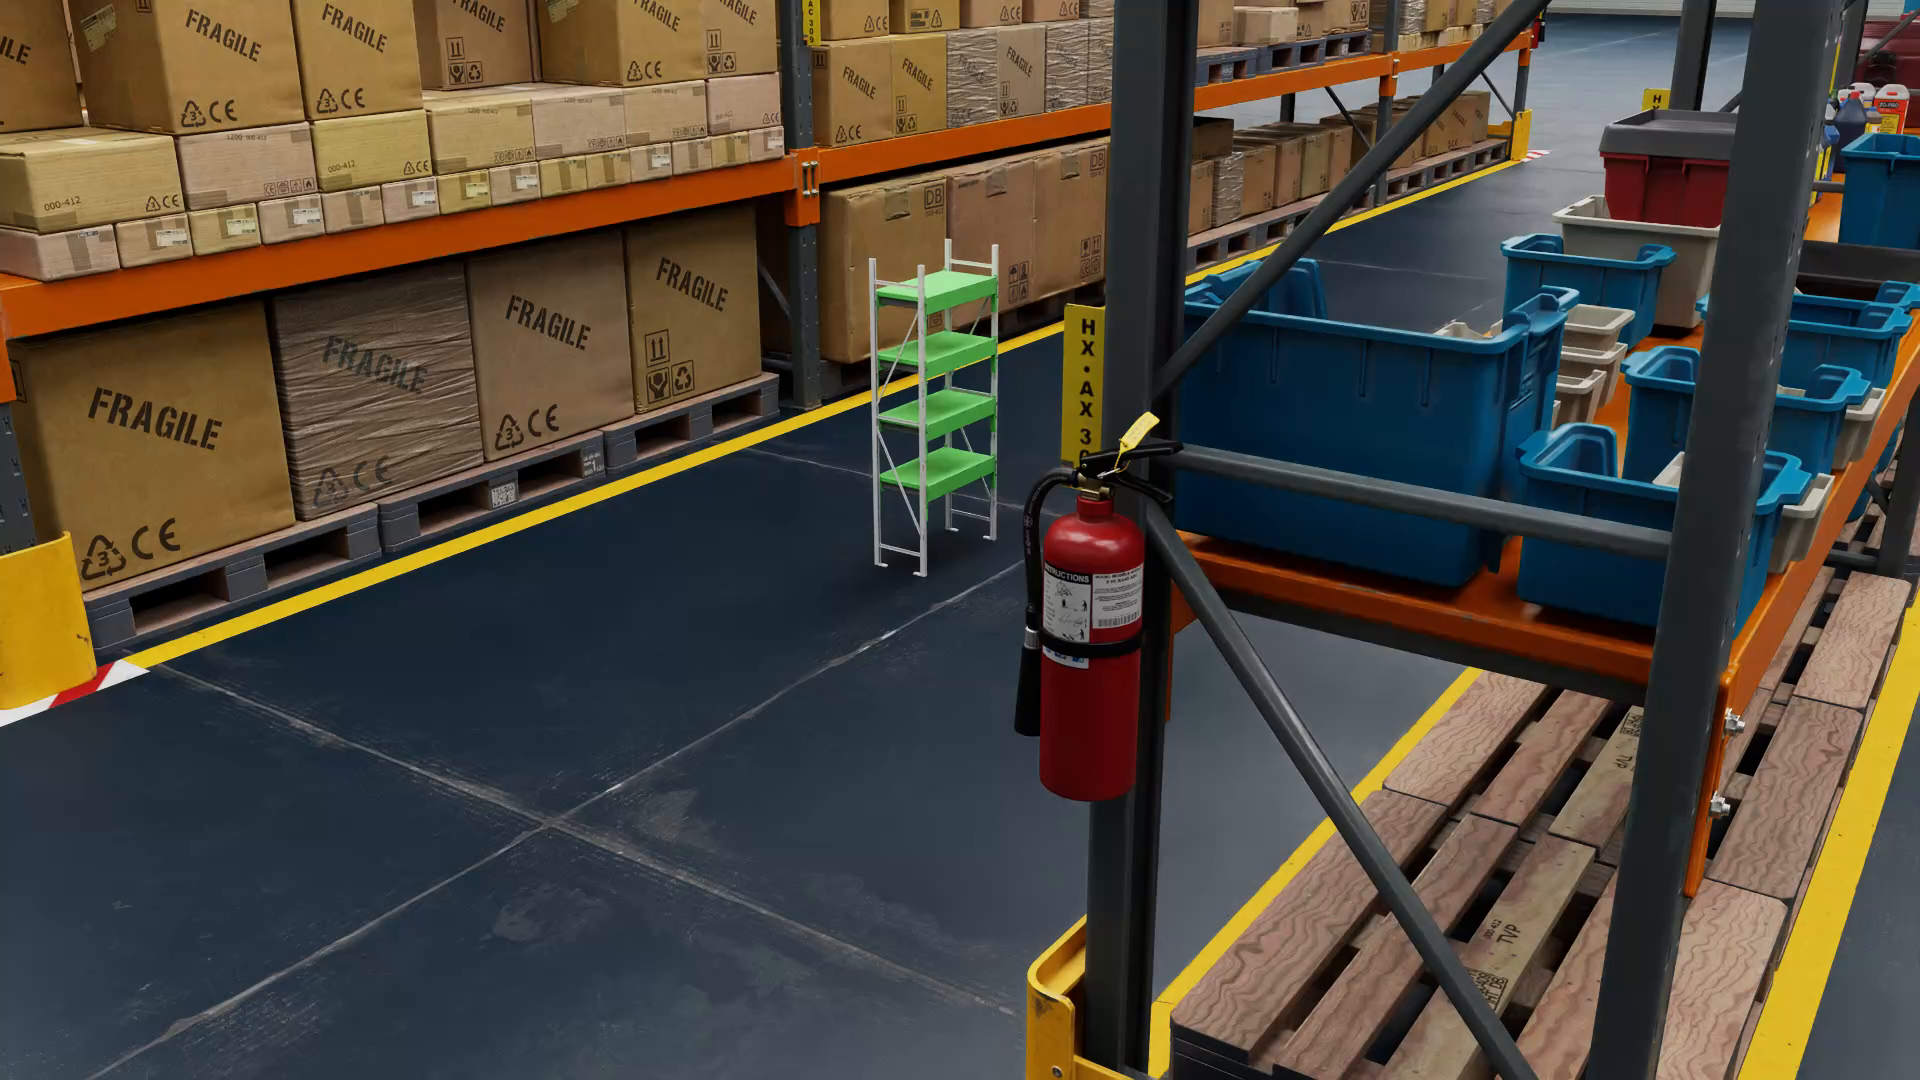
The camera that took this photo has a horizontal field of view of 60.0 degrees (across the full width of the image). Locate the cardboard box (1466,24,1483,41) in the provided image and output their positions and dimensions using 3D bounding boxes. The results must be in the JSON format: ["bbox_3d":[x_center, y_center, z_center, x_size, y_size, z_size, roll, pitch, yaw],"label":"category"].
[{"bbox_3d":[4.836,-4.926,16.120,0.380,0.149,0.250,13,24,32],"label":"cardboard box"}]

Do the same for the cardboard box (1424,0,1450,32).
[{"bbox_3d":[3.948,-4.909,15.139,0.875,0.500,0.500,13,24,32],"label":"cardboard box"}]

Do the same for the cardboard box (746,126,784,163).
[{"bbox_3d":[-1.064,-1.904,7.952,0.380,0.149,0.250,13,24,32],"label":"cardboard box"}]

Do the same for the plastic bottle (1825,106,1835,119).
[{"bbox_3d":[3.891,-1.838,7.589,0.152,0.276,0.135,13,24,32],"label":"plastic bottle"}]

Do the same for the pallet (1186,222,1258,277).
[{"bbox_3d":[1.525,-2.237,12.509,1.003,0.211,1.213,13,24,32],"label":"pallet"}]

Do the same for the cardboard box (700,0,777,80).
[{"bbox_3d":[-1.201,-2.410,7.664,0.500,0.500,0.500,14,25,33],"label":"cardboard box"}]

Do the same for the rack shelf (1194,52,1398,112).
[{"bbox_3d":[2.209,-3.558,13.096,1.077,0.370,4.000,13,24,32],"label":"rack shelf"}]

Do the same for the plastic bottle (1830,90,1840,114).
[{"bbox_3d":[4.297,-2.077,8.225,0.061,0.283,0.133,13,24,32],"label":"plastic bottle"}]

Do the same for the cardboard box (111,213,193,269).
[{"bbox_3d":[-2.797,-1.019,5.559,0.380,0.149,0.250,13,24,31],"label":"cardboard box"}]

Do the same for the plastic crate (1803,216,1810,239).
[{"bbox_3d":[2.553,-1.006,5.456,0.396,0.136,0.243,13,24,32],"label":"plastic crate"}]

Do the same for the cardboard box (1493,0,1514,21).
[{"bbox_3d":[5.068,-5.484,16.693,0.875,0.500,0.500,13,24,32],"label":"cardboard box"}]

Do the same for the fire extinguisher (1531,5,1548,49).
[{"bbox_3d":[6.027,-5.523,17.485,0.296,0.674,0.183,13,24,32],"label":"fire extinguisher"}]

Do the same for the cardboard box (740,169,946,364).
[{"bbox_3d":[-0.821,-1.561,9.120,1.225,0.875,0.875,13,24,32],"label":"cardboard box"}]

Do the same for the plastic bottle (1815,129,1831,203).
[{"bbox_3d":[3.402,-1.537,6.667,0.144,0.351,0.185,13,24,32],"label":"plastic bottle"}]

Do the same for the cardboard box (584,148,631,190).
[{"bbox_3d":[-1.642,-1.609,7.153,0.380,0.149,0.250,14,24,33],"label":"cardboard box"}]

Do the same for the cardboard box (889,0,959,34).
[{"bbox_3d":[-0.416,-3.070,9.152,0.797,0.503,0.637,14,24,32],"label":"cardboard box"}]

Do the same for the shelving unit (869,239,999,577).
[{"bbox_3d":[-0.093,-0.515,6.428,0.258,1.200,0.503,13,24,32],"label":"shelving unit"}]

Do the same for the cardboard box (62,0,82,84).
[{"bbox_3d":[-5.540,-3.014,10.015,0.500,0.500,0.500,13,24,30],"label":"cardboard box"}]

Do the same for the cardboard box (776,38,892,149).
[{"bbox_3d":[-0.698,-2.304,8.525,0.500,0.500,0.500,13,24,32],"label":"cardboard box"}]

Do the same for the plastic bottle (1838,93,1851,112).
[{"bbox_3d":[4.373,-2.061,8.199,0.097,0.271,0.097,0,20,0],"label":"plastic bottle"}]

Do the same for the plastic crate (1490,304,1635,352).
[{"bbox_3d":[1.455,-0.487,4.052,0.298,0.136,0.250,13,24,32],"label":"plastic crate"}]

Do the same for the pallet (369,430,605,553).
[{"bbox_3d":[-2.341,-0.311,7.302,1.003,0.211,1.213,13,24,32],"label":"pallet"}]

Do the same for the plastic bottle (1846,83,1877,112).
[{"bbox_3d":[4.670,-2.236,8.665,0.152,0.276,0.135,13,24,32],"label":"plastic bottle"}]

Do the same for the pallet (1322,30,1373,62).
[{"bbox_3d":[2.783,-4.188,14.040,1.003,0.211,1.213,13,24,32],"label":"pallet"}]

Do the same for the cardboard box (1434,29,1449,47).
[{"bbox_3d":[4.279,-4.638,15.341,0.380,0.149,0.250,13,24,32],"label":"cardboard box"}]

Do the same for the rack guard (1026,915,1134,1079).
[{"bbox_3d":[0.681,1.122,3.011,1.175,0.500,0.348,13,24,32],"label":"rack guard"}]

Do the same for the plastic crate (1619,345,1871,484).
[{"bbox_3d":[1.465,-0.205,3.150,0.416,0.233,0.300,13,24,32],"label":"plastic crate"}]

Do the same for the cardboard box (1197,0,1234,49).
[{"bbox_3d":[1.586,-3.907,12.255,0.700,0.500,0.500,18,27,40],"label":"cardboard box"}]

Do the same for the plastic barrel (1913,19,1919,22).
[{"bbox_3d":[5.820,-2.865,10.026,0.421,0.512,0.421,0,20,0],"label":"plastic barrel"}]

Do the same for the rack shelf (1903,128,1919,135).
[{"bbox_3d":[6.305,-2.592,10.485,1.077,0.370,4.000,13,24,32],"label":"rack shelf"}]

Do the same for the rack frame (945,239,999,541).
[{"bbox_3d":[0.044,-0.585,6.618,0.240,1.200,0.015,13,24,32],"label":"rack frame"}]

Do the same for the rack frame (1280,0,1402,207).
[{"bbox_3d":[3.333,-4.469,14.523,1.000,3.000,0.127,13,24,32],"label":"rack frame"}]

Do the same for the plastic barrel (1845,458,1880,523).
[{"bbox_3d":[3.252,-0.573,6.410,0.600,0.901,0.708,13,24,32],"label":"plastic barrel"}]

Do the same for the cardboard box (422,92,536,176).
[{"bbox_3d":[-2.058,-1.625,6.621,0.500,0.250,0.500,13,24,31],"label":"cardboard box"}]

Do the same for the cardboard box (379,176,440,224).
[{"bbox_3d":[-2.219,-1.315,6.358,0.380,0.149,0.250,13,24,31],"label":"cardboard box"}]

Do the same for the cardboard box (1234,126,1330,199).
[{"bbox_3d":[2.687,-3.198,14.055,0.700,0.500,0.500,13,24,31],"label":"cardboard box"}]

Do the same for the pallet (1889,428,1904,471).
[{"bbox_3d":[4.086,-0.464,7.716,1.003,0.211,1.213,13,24,32],"label":"pallet"}]

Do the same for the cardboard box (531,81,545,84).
[{"bbox_3d":[-1.928,-2.017,7.682,0.500,0.250,0.500,13,24,32],"label":"cardboard box"}]

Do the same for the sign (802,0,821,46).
[{"bbox_3d":[-0.704,-2.509,7.862,0.100,0.325,0.005,13,24,32],"label":"sign"}]

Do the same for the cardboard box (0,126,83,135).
[{"bbox_3d":[-3.359,-1.286,5.705,0.500,0.250,0.500,13,24,31],"label":"cardboard box"}]

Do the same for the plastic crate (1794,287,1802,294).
[{"bbox_3d":[2.202,-0.554,4.232,0.293,0.136,0.466,13,24,32],"label":"plastic crate"}]

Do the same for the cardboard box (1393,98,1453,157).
[{"bbox_3d":[4.542,-4.111,16.553,0.500,0.500,0.500,16,26,37],"label":"cardboard box"}]

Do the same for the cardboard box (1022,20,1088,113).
[{"bbox_3d":[0.438,-2.887,10.101,0.500,0.500,0.500,12,24,30],"label":"cardboard box"}]

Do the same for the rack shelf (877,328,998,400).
[{"bbox_3d":[-0.093,-0.680,6.367,0.258,0.148,0.480,13,24,32],"label":"rack shelf"}]

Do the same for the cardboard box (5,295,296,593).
[{"bbox_3d":[-3.119,-0.425,6.049,0.875,0.875,0.875,13,24,32],"label":"cardboard box"}]

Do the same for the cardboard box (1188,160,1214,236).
[{"bbox_3d":[1.445,-2.551,12.307,0.700,0.500,0.500,12,23,29],"label":"cardboard box"}]

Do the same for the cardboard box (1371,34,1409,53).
[{"bbox_3d":[3.703,-4.354,14.574,0.380,0.149,0.250,13,24,32],"label":"cardboard box"}]

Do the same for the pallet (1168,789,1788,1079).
[{"bbox_3d":[1.180,1.019,3.706,1.003,0.211,1.213,13,24,32],"label":"pallet"}]
